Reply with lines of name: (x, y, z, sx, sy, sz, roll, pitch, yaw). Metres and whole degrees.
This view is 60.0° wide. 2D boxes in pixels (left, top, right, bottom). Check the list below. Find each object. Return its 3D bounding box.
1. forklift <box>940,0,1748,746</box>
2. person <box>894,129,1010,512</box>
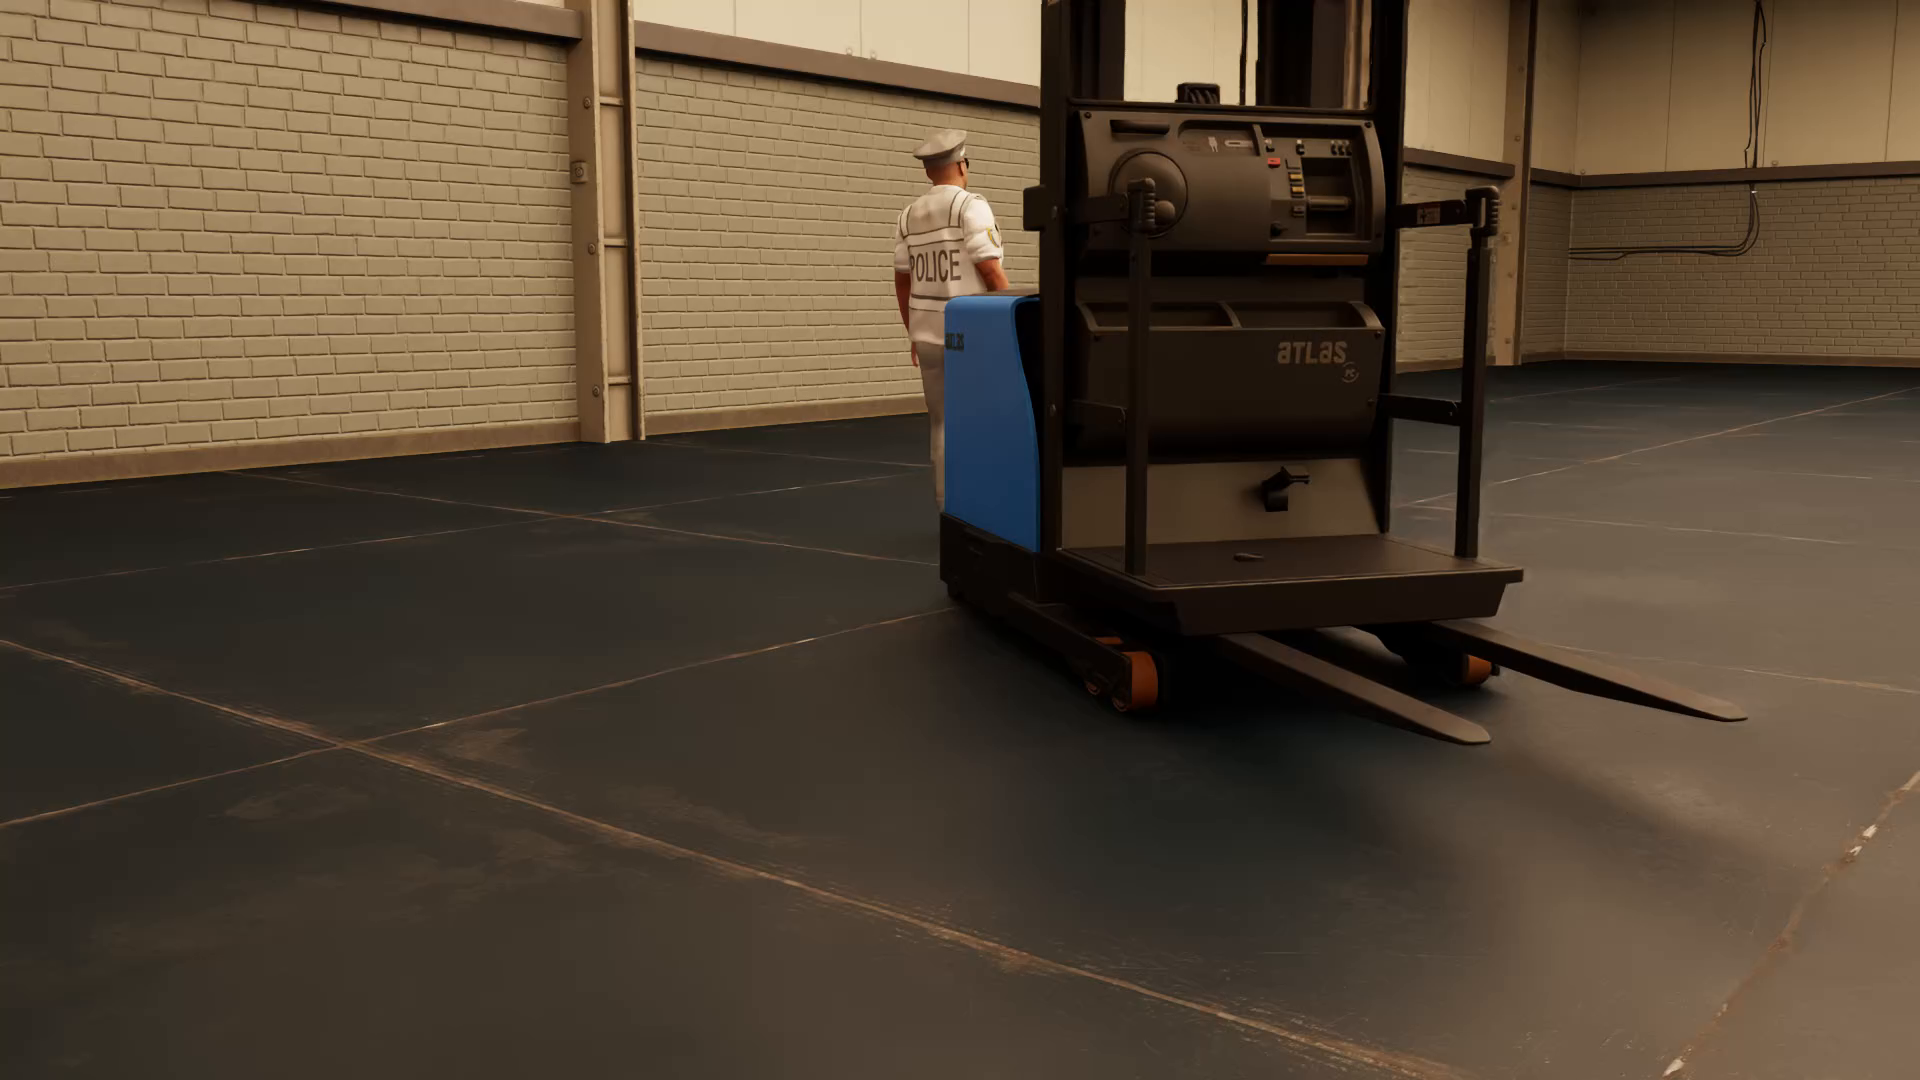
forklift: (0.848, -1.063, 4.549, 1.130, 2.935, 3.031, -3, 9, -17)
person: (0.058, -0.896, 7.328, 0.641, 1.779, 0.574, 7, 11, 38)
